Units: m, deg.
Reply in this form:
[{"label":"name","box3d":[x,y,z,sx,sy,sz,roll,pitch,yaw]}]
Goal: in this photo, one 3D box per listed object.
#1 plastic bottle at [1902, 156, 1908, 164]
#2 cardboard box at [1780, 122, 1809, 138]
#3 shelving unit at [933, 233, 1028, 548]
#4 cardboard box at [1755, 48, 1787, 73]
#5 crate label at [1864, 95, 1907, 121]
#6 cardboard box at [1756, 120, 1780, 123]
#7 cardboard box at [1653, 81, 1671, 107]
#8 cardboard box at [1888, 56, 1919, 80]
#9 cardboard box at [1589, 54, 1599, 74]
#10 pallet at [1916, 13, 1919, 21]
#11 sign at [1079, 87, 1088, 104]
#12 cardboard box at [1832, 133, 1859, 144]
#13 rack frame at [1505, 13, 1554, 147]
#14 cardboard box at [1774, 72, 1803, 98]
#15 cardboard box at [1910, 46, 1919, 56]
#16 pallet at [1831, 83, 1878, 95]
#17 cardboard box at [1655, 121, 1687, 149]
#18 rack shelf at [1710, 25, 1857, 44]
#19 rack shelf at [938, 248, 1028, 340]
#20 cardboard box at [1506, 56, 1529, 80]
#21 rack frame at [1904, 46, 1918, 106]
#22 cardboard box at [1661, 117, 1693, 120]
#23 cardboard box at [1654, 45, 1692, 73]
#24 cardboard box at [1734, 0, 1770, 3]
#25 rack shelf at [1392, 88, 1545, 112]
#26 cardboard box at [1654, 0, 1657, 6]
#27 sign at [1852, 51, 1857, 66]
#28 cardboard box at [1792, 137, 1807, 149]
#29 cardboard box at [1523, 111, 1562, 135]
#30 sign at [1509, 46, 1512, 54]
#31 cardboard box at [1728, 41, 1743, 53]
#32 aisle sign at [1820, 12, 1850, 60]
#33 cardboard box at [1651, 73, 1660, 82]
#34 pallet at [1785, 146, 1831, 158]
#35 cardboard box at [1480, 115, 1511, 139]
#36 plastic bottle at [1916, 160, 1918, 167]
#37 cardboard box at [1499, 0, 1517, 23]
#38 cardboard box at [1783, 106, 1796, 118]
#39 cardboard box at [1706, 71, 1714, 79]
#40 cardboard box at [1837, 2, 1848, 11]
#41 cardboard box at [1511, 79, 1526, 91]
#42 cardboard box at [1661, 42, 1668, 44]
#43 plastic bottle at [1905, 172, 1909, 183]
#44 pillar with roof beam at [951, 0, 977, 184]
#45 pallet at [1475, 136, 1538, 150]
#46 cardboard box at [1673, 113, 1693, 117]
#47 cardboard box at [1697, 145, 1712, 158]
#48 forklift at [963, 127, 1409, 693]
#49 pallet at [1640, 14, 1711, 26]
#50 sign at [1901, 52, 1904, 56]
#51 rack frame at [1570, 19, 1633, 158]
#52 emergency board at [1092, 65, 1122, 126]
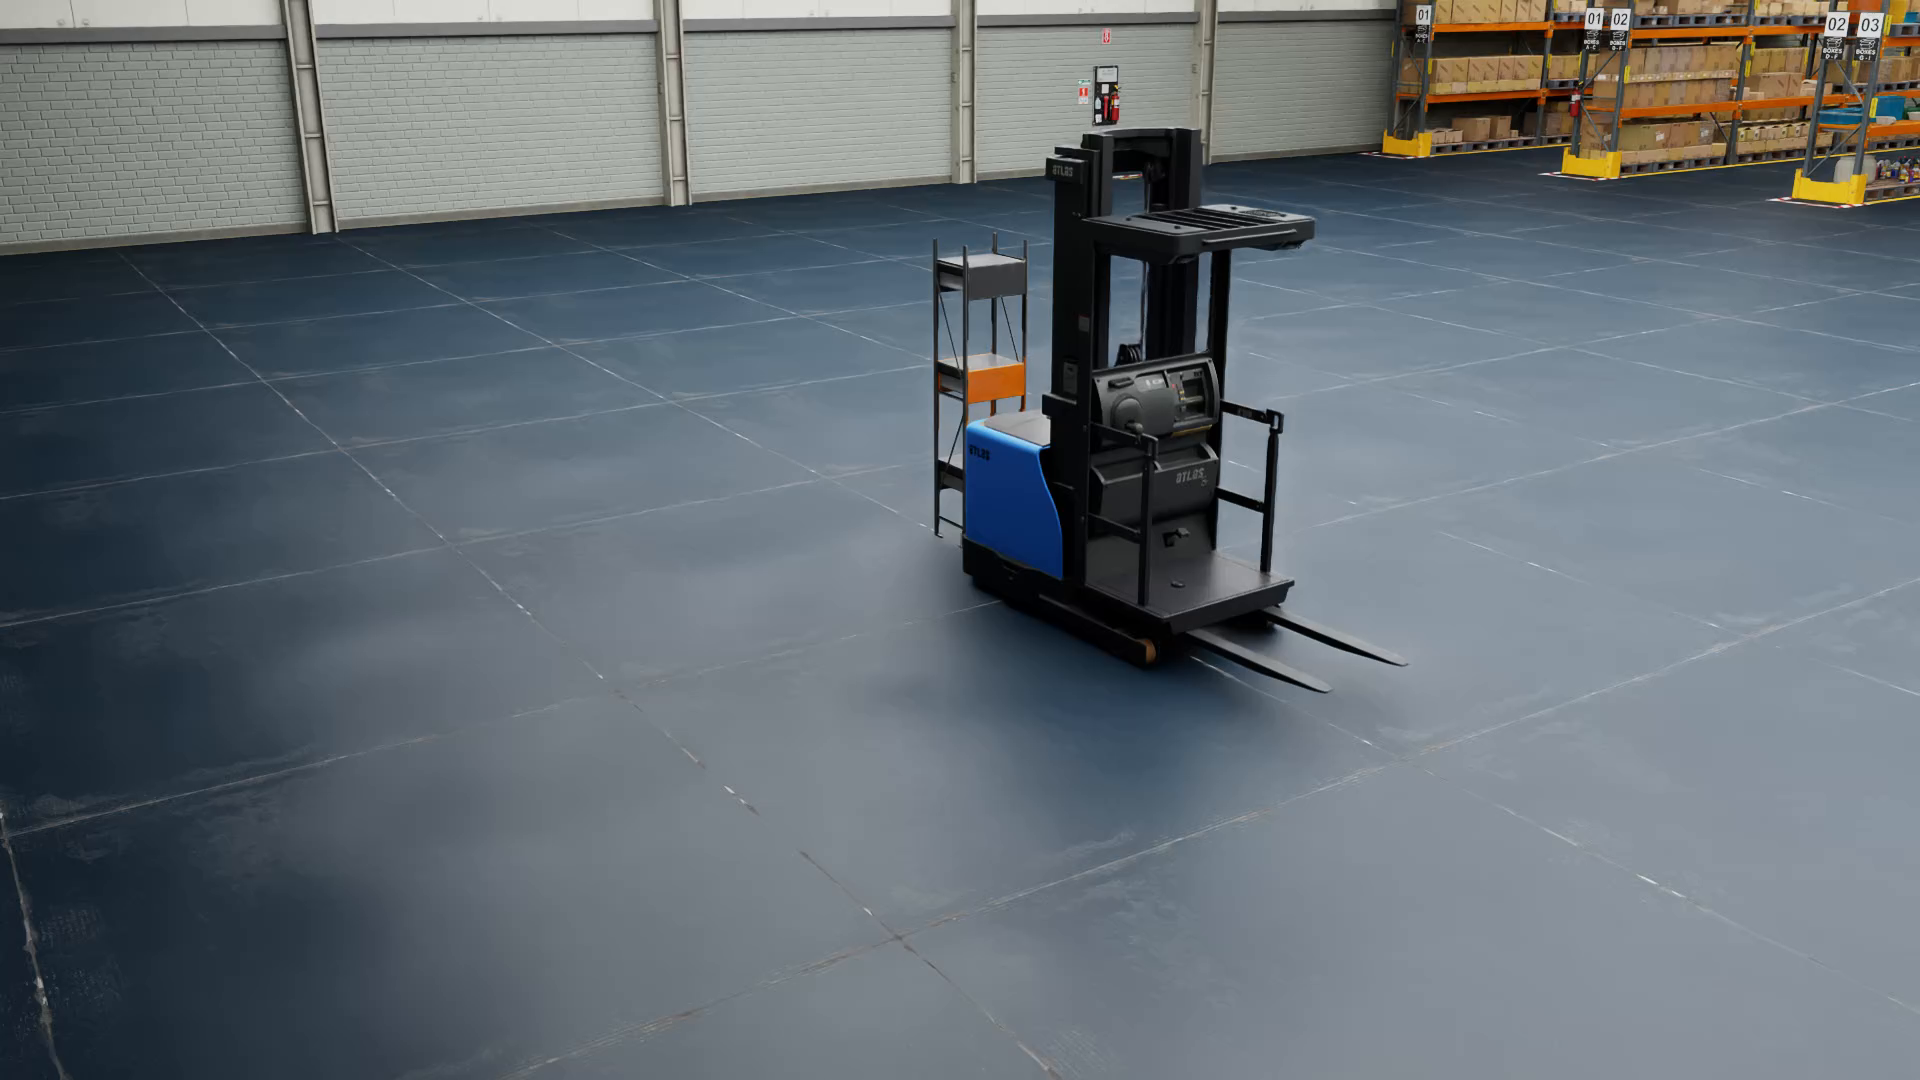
[{"label":"plastic bottle","box3d":[17.875,-7.087,31.473,0.185,0.351,0.144,-11,22,-30]},{"label":"cardboard box","box3d":[18.241,-9.017,36.495,0.500,0.311,0.500,-12,22,-32]},{"label":"shelving unit","box3d":[0.138,-1.024,11.495,0.503,2.100,0.431,-12,22,-31]},{"label":"cardboard box","box3d":[21.084,-12.584,43.815,0.700,0.700,0.980,-13,22,-33]},{"label":"crate label","box3d":[16.825,-7.873,30.294,0.616,0.435,0.502,-12,22,-31]},{"label":"cardboard box","box3d":[17.936,-9.159,36.915,0.500,0.311,0.500,-13,22,-33]},{"label":"cardboard box","box3d":[13.966,-9.091,33.797,0.500,0.500,0.700,-12,22,-31]},{"label":"cardboard box","box3d":[22.219,-11.122,39.147,0.700,0.500,0.500,14,23,35]},{"label":"cardboard box","box3d":[15.254,-11.464,40.128,0.500,0.500,0.700,-12,22,-31]},{"label":"pallet","box3d":[21.290,-11.952,38.023,1.003,0.211,1.213,-12,22,-31]},{"label":"sign","box3d":[2.482,-8.930,33.419,0.234,0.329,0.001,-12,22,-31]},{"label":"cardboard box","box3d":[19.934,-9.223,37.557,0.500,0.500,0.500,-11,22,-29]},{"label":"rack frame","box3d":[13.328,-10.814,39.049,0.127,3.000,1.000,-12,22,-31]},{"label":"cardboard box","box3d":[18.004,-9.942,36.313,0.500,0.500,0.500,-13,23,-34]},{"label":"cardboard box","box3d":[23.017,-11.578,39.592,0.500,0.500,0.500,-12,22,-31]},{"label":"pallet","box3d":[19.924,-10.242,37.656,1.003,0.211,1.213,-12,22,-31]},{"label":"cardboard box","box3d":[14.540,-8.336,34.184,0.500,0.500,0.500,-12,22,-31]},{"label":"rack shelf","box3d":[17.726,-10.923,35.809,4.000,0.370,1.077,-12,22,-31]},{"label":"rack shelf","box3d":[0.138,-1.674,11.275,0.480,0.518,0.431,-12,22,-31]},{"label":"cardboard box","box3d":[12.690,-10.853,38.195,0.500,0.500,0.500,-12,22,-32]},{"label":"rack frame","box3d":[22.737,-10.899,39.300,0.127,3.000,1.000,-12,22,-31]},{"label":"cardboard box","box3d":[15.083,-8.654,35.124,0.500,0.500,0.500,-12,22,-31]},{"label":"cardboard box","box3d":[14.431,-9.807,33.888,0.500,0.500,0.700,-12,22,-31]},{"label":"cardboard box","box3d":[16.593,-11.492,34.779,0.500,0.500,0.500,-12,22,-31]},{"label":"rack shelf","box3d":[11.658,-10.121,38.123,4.000,0.370,1.077,-12,22,-31]},{"label":"cardboard box","box3d":[13.996,-10.801,33.591,0.500,0.311,0.500,-9,21,-25]},{"label":"sign","box3d":[19.705,-10.595,36.593,0.005,0.325,0.100,-12,22,-31]},{"label":"cardboard box","box3d":[18.241,-8.754,36.591,0.500,0.250,0.500,-11,22,-30]},{"label":"cardboard box","box3d":[13.934,-9.973,39.776,0.500,0.500,0.700,-11,22,-30]},{"label":"sign","box3d":[13.020,-11.511,39.301,0.005,0.325,0.100,-12,22,-31]},{"label":"cardboard box","box3d":[19.760,-12.626,42.585,0.500,0.250,0.500,-11,22,-30]},{"label":"aisle sign","box3d":[15.213,-8.758,28.908,0.004,0.787,0.394,-12,22,-31]},{"label":"cardboard box","box3d":[13.801,-9.286,33.361,0.250,0.149,0.380,-12,22,-32]},{"label":"pallet","box3d":[18.688,-8.739,37.265,1.213,0.211,1.003,-12,22,-31]},{"label":"cardboard box","box3d":[12.483,-9.645,38.807,0.500,0.500,0.500,-14,23,-35]},{"label":"plastic bottle","box3d":[18.074,-7.055,31.482,0.133,0.283,0.061,-12,22,-31]},{"label":"cardboard box","box3d":[12.171,-11.944,37.519,0.500,0.500,0.500,-13,23,-33]},{"label":"cardboard box","box3d":[21.983,-11.616,44.668,0.500,0.500,0.700,-13,22,-33]},{"label":"cardboard box","box3d":[15.303,-9.603,34.298,0.250,0.149,0.380,-12,22,-32]},{"label":"cardboard box","box3d":[19.049,-11.648,36.412,0.500,0.250,0.500,-14,23,-35]},{"label":"cardboard box","box3d":[12.679,-10.503,38.331,0.500,0.250,0.500,-12,22,-31]},{"label":"cardboard box","box3d":[17.770,-12.401,41.920,0.500,0.250,0.500,-13,22,-33]},{"label":"plastic bottle","box3d":[17.208,-6.597,30.257,0.097,0.201,0.097,0,19,0]},{"label":"pillar with roof beam","box3d":[2.442,-10.041,27.396,0.400,9.000,9.100,-12,22,-31]},{"label":"pallet","box3d":[12.787,-9.366,39.118,1.213,0.211,1.003,-12,22,-31]},{"label":"cardboard box","box3d":[18.090,-10.947,42.141,0.750,0.750,0.750,-12,22,-32]},{"label":"cardboard box","box3d":[15.366,-8.161,34.838,0.500,0.250,0.500,-12,22,-31]},{"label":"forklift","box3d":[1.291,-0.836,9.640,1.130,2.935,3.031,-13,23,-34]},{"label":"pallet","box3d":[14.340,-10.498,33.569,1.213,0.211,1.003,-12,22,-31]},{"label":"sign","box3d":[22.432,-11.453,39.587,0.005,0.325,0.100,-12,22,-31]},{"label":"rack frame","box3d":[12.715,-8.785,33.048,0.127,3.000,1.000,-12,22,-31]},{"label":"emergency board","box3d":[3.001,-8.983,33.631,0.643,1.169,0.194,-12,22,-31]}]
